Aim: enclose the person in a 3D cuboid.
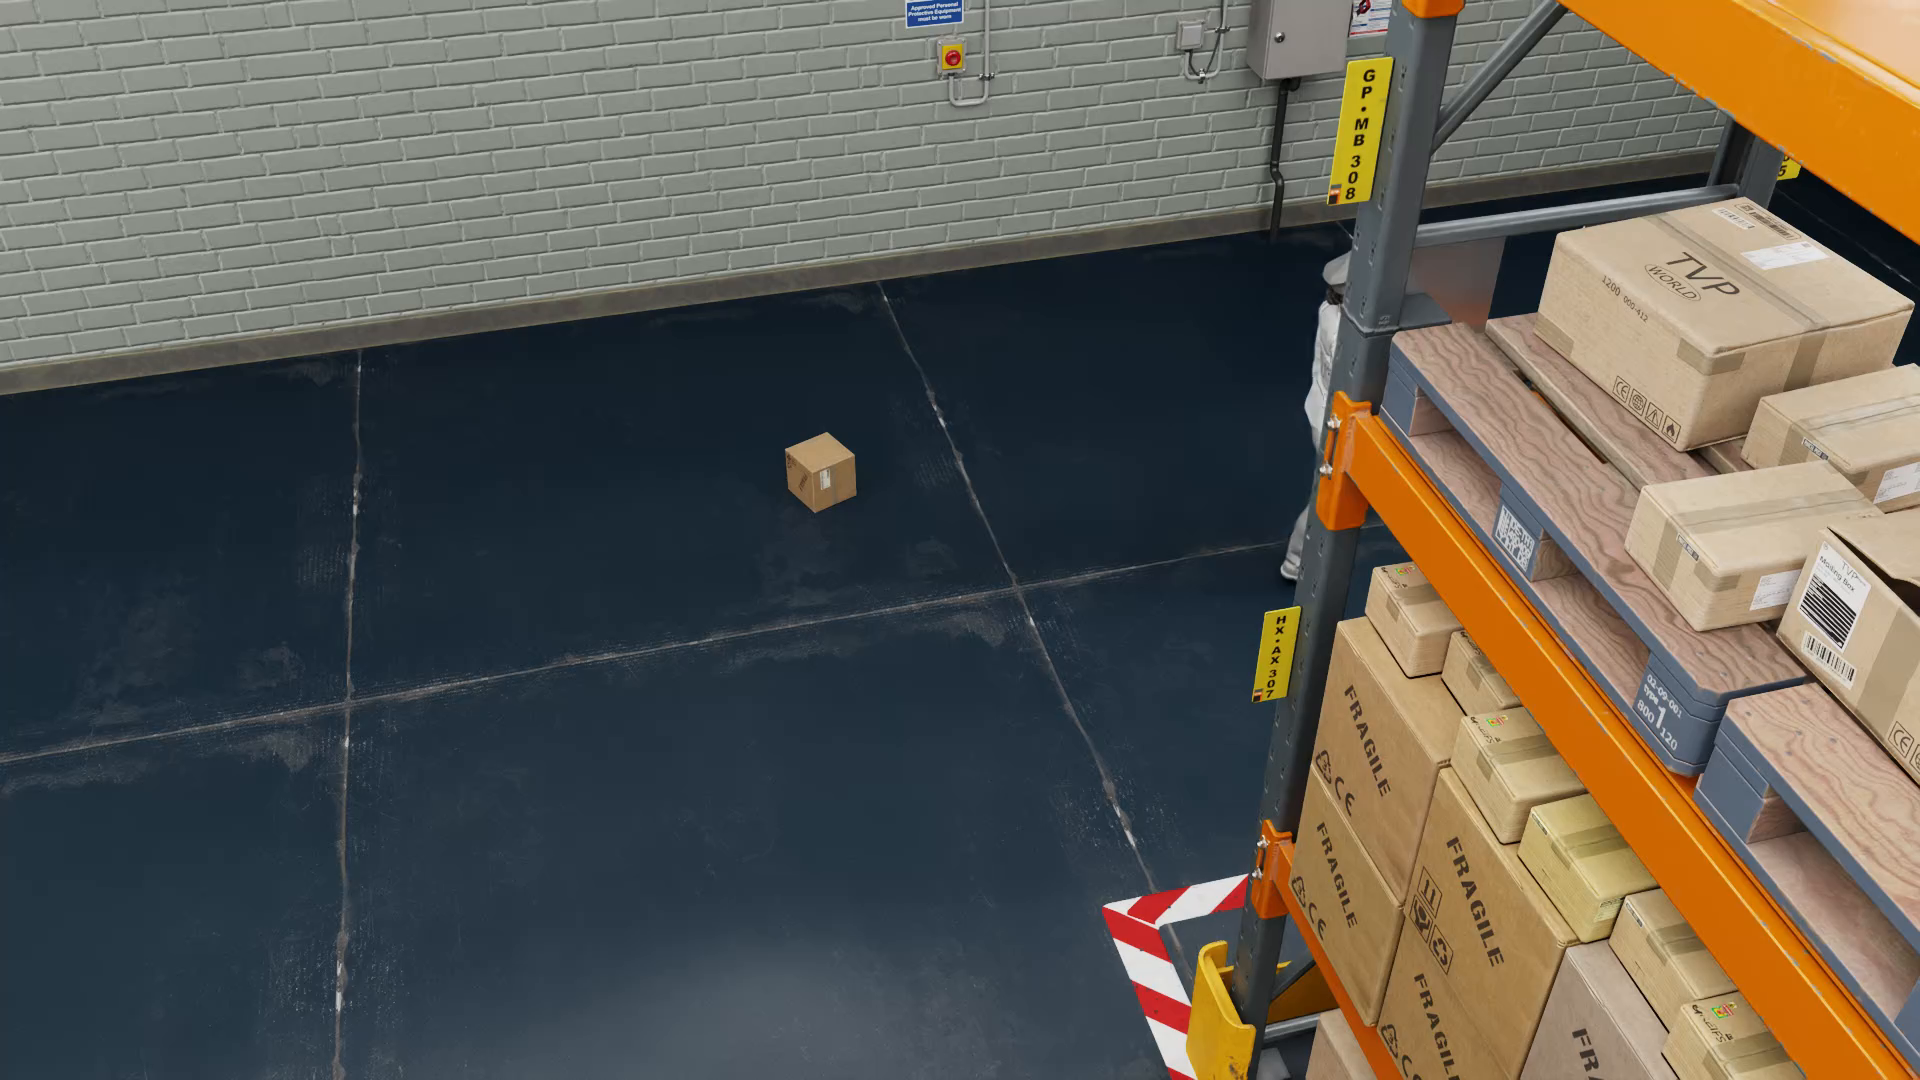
[{"bbox_3d":[1.711,-0.494,7.294,0.441,1.718,0.518,-1,38,-1],"label":"person"}]
